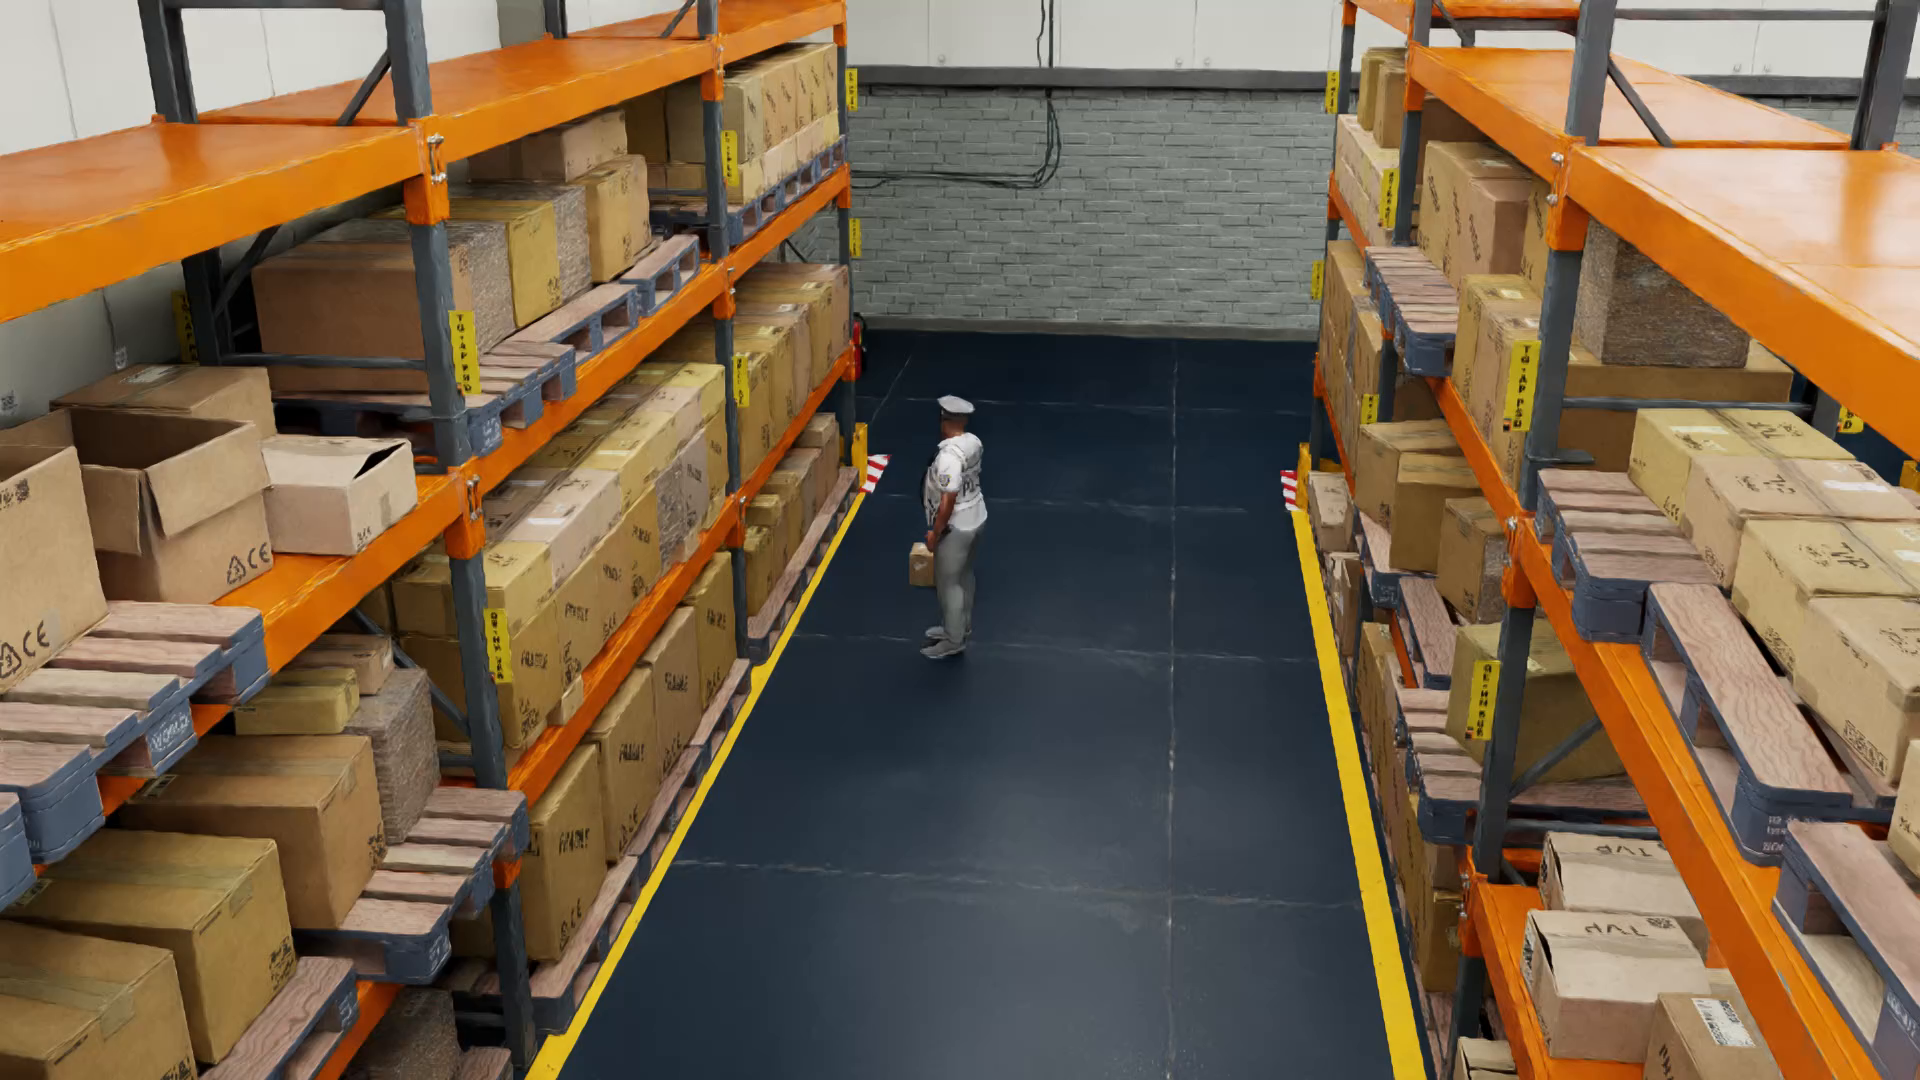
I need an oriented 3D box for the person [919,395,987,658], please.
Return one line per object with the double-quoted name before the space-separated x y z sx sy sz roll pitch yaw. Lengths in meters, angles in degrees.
"person" -0.052 -0.090 11.292 0.442 1.801 0.589 8 22 20
